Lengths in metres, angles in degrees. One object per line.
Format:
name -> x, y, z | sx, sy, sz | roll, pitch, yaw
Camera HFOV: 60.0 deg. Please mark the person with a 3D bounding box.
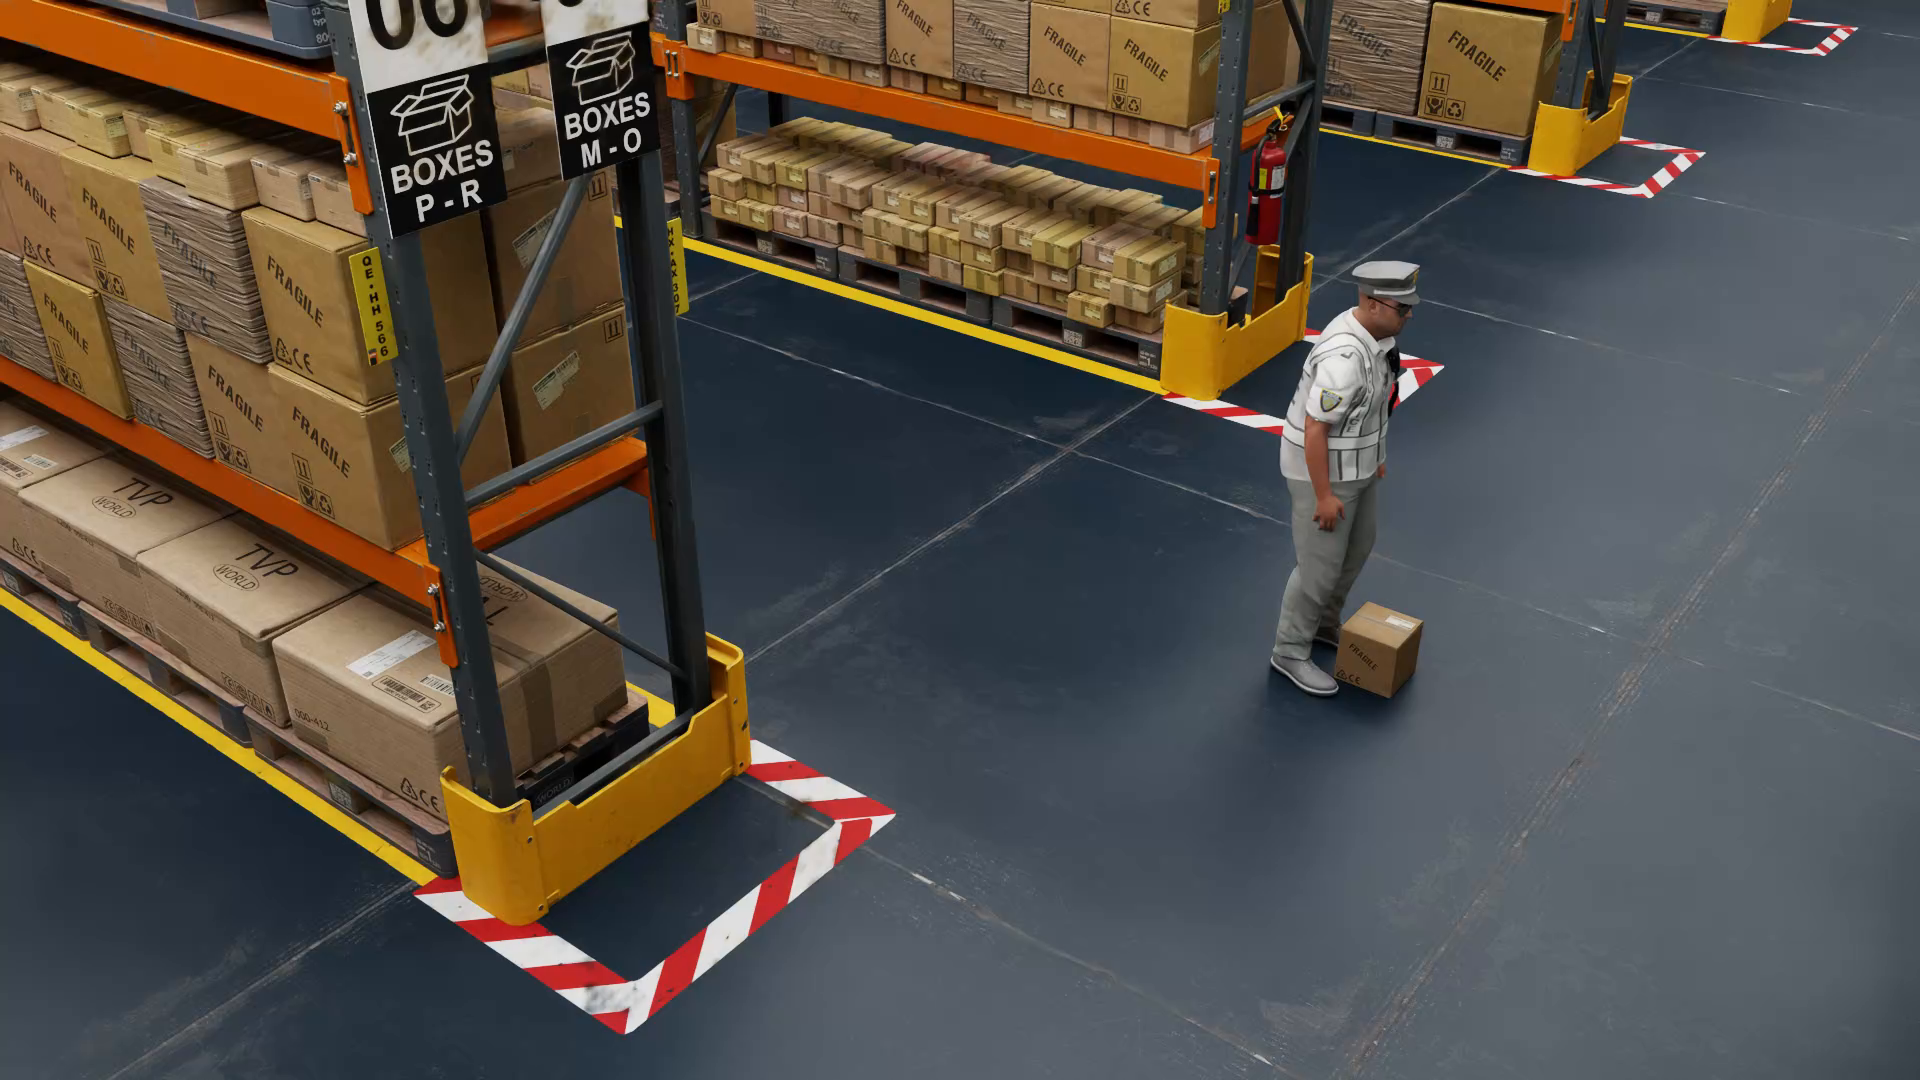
person -> 1.500, -0.281, 6.595 | 0.428, 1.751, 0.605 | 19, 36, 29
